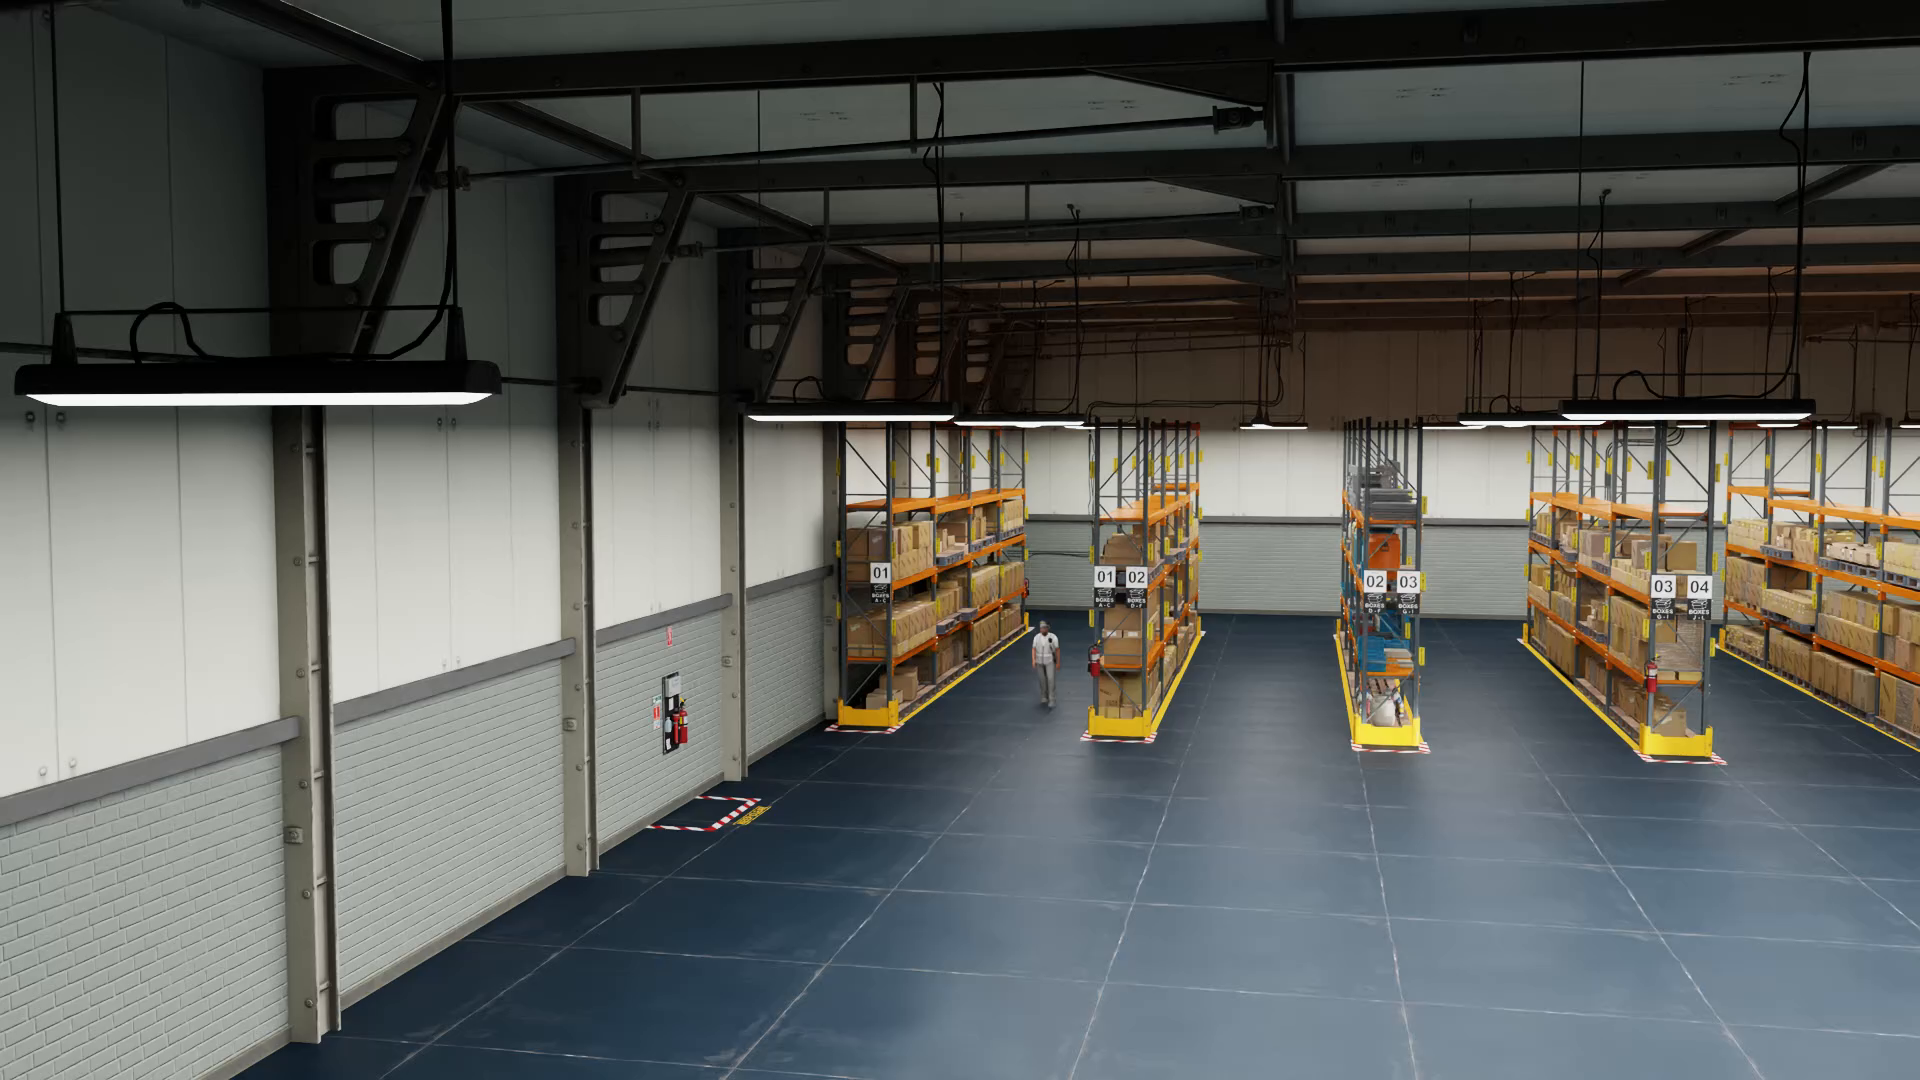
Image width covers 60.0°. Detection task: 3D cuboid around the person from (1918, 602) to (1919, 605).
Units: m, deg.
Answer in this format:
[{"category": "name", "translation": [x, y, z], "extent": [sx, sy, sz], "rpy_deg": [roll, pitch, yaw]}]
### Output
[{"category": "person", "translation": [27.073, 1.785, 46.621], "extent": [0.461, 1.788, 0.581], "rpy_deg": [-1, 4, -12]}]

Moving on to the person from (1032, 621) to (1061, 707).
[{"category": "person", "translation": [1.797, 2.571, 34.869], "extent": [0.623, 1.744, 0.800], "rpy_deg": [1, 4, 22]}]
